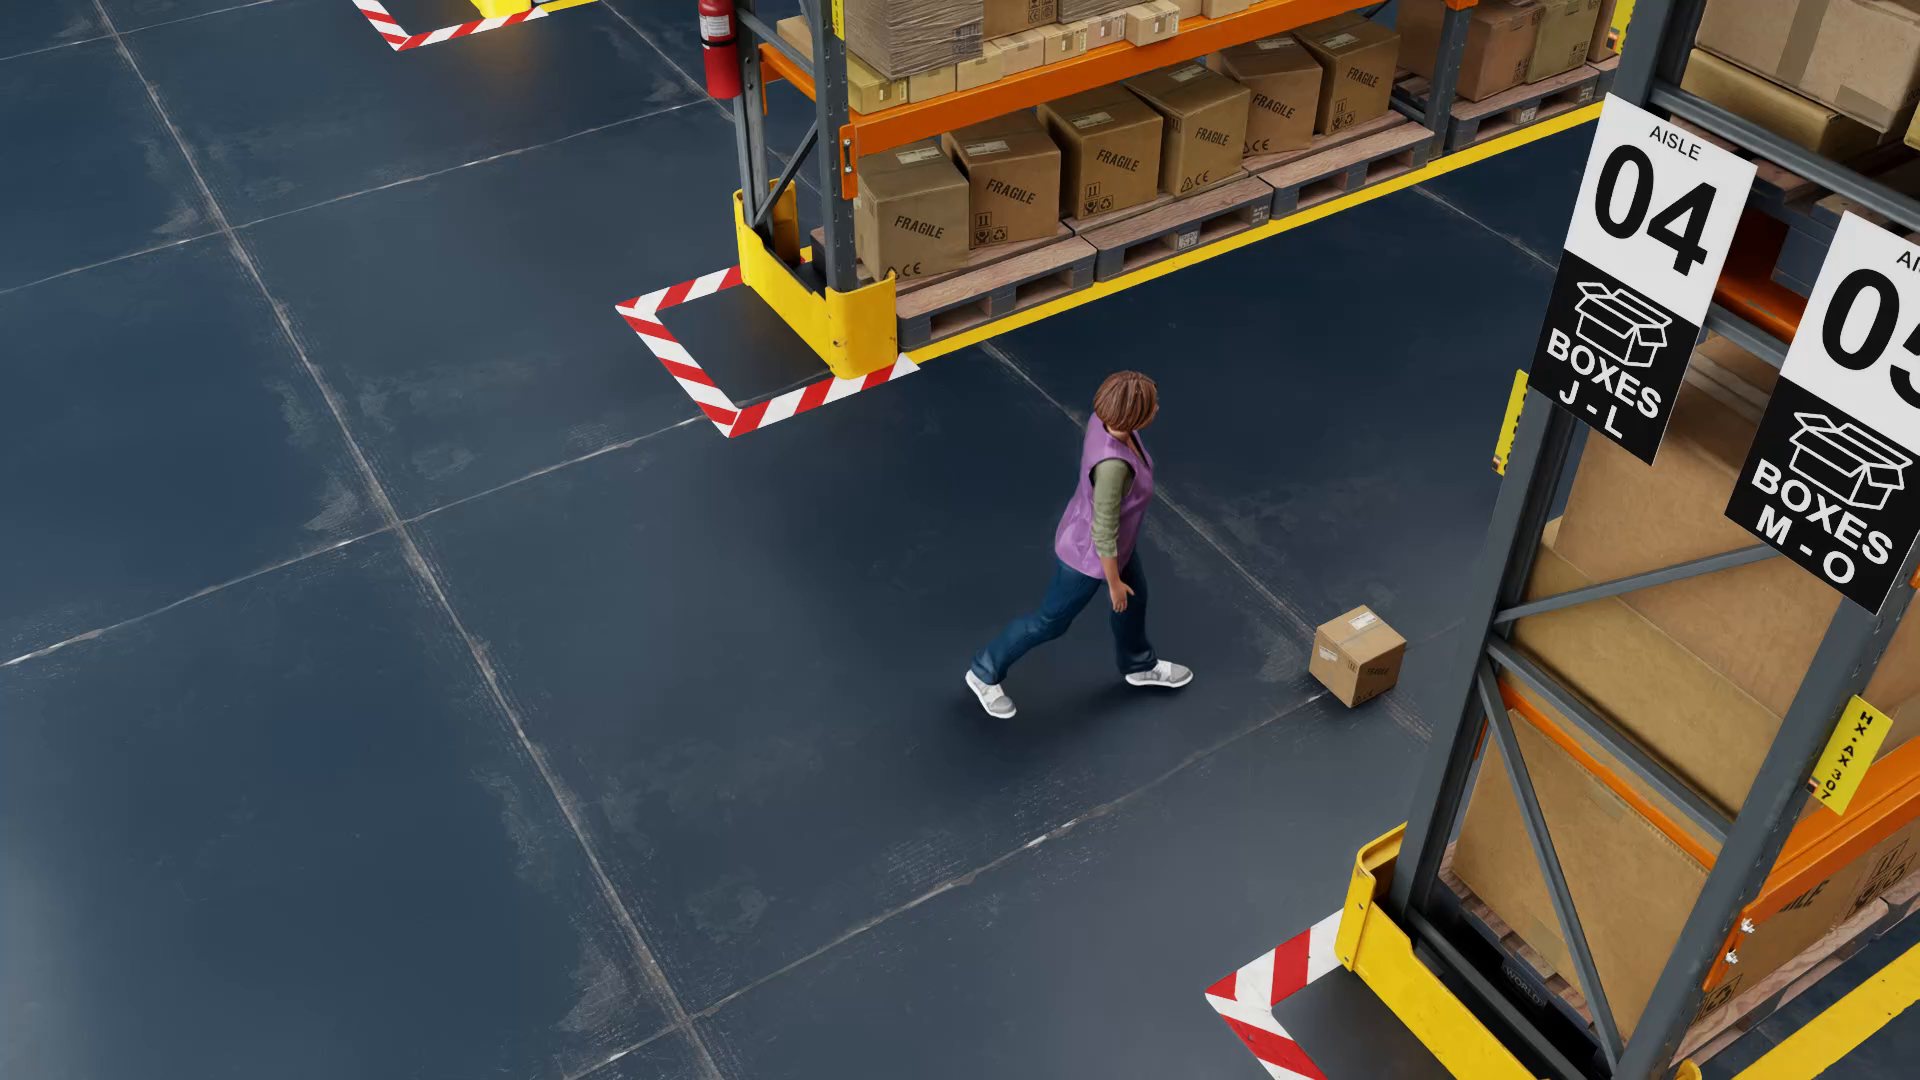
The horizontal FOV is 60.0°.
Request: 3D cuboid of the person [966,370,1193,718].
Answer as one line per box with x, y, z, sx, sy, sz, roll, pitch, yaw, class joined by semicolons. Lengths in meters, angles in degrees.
0.469;0.040;6.116;0.876;1.557;0.467;8;42;9;person
